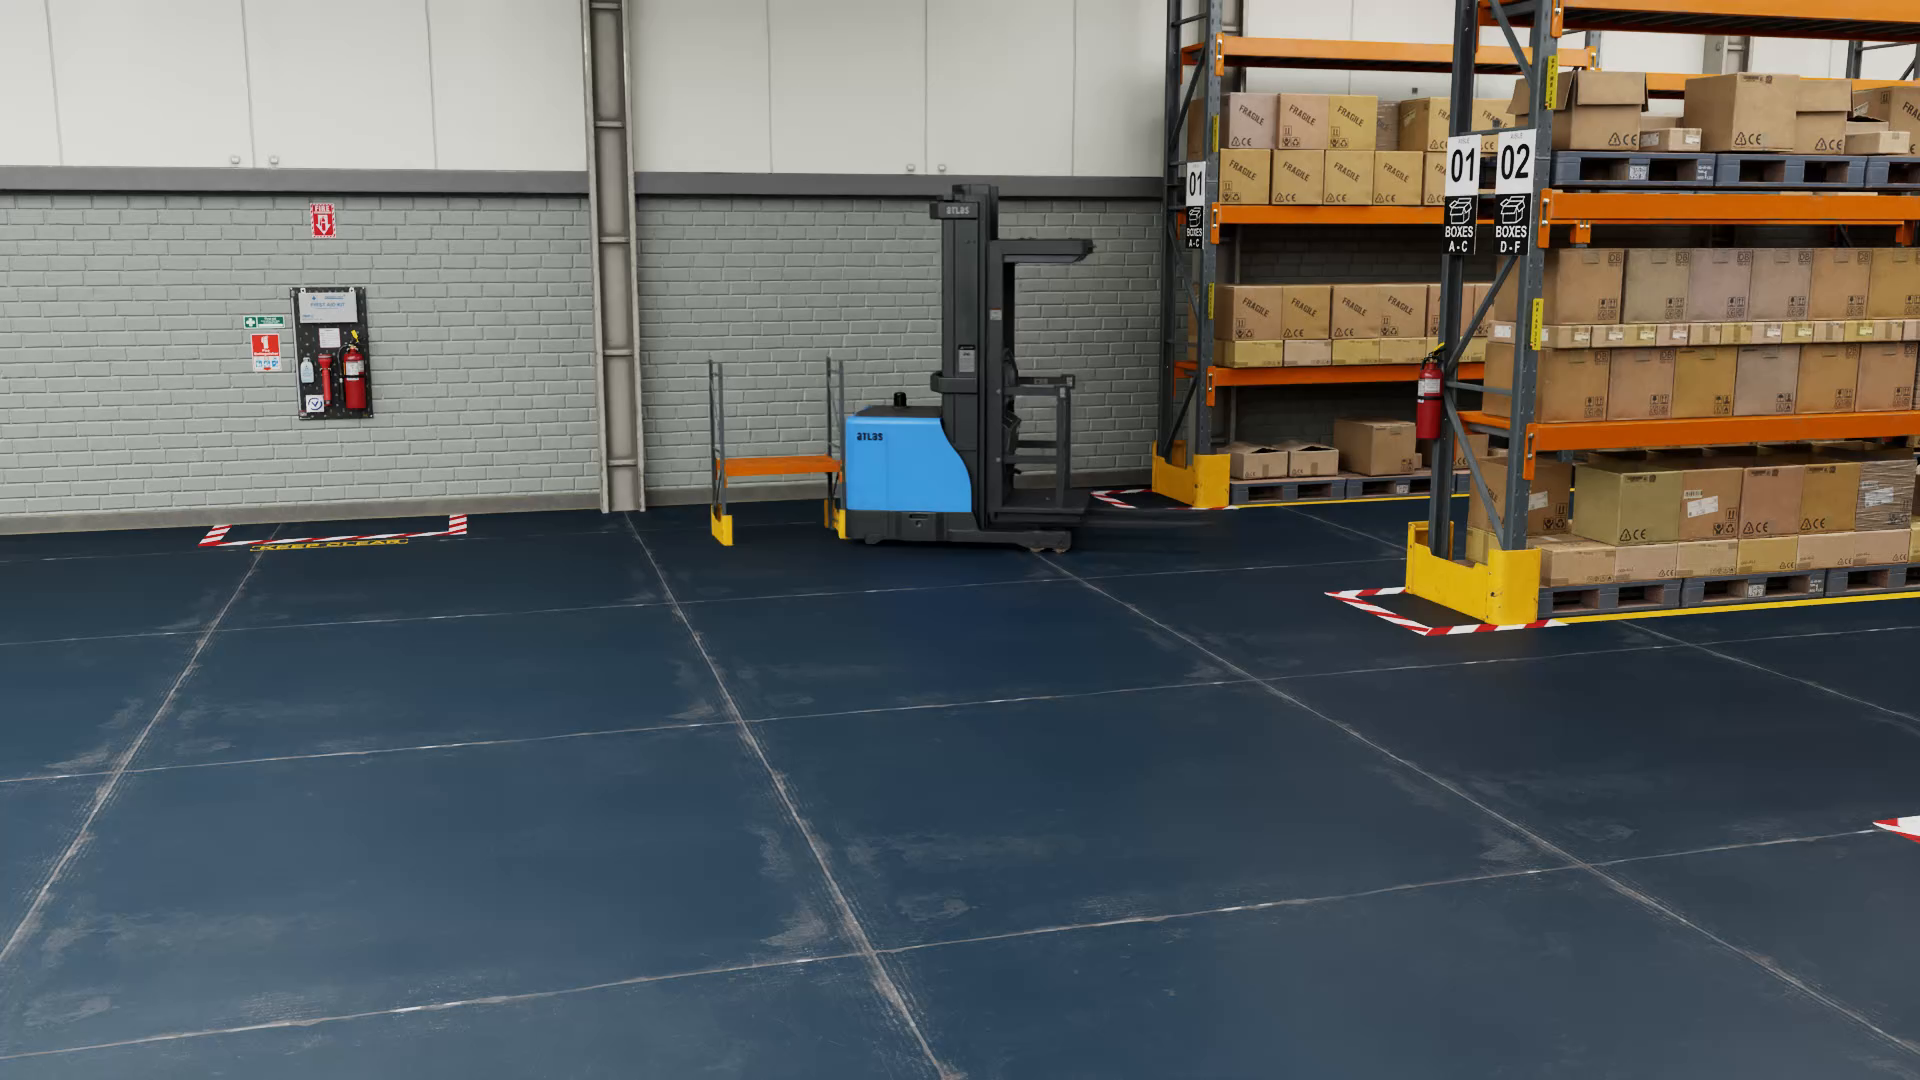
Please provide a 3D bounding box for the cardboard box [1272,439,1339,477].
[{"bbox_3d":[3.405,-0.822,16.436,0.500,0.311,0.500,-2,11,-11],"label":"cardboard box"}]

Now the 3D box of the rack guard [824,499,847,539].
[{"bbox_3d":[-1.066,-0.185,14.362,0.087,0.250,0.587,-3,11,-18],"label":"rack guard"}]

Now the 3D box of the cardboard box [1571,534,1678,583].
[{"bbox_3d":[4.613,0.113,11.583,0.500,0.250,0.500,-3,11,-16],"label":"cardboard box"}]

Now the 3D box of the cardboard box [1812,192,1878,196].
[{"bbox_3d":[9.234,-3.642,17.451,0.500,0.311,0.500,-3,11,-16],"label":"cardboard box"}]

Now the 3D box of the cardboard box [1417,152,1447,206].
[{"bbox_3d":[4.582,-3.490,16.100,0.500,0.500,0.500,-3,11,-18],"label":"cardboard box"}]

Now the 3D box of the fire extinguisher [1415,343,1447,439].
[{"bbox_3d":[3.313,-1.055,11.707,0.183,0.674,0.296,-3,11,-16],"label":"fire extinguisher"}]

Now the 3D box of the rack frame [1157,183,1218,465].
[{"bbox_3d":[2.168,-1.879,15.971,0.127,3.000,1.000,-3,11,-16],"label":"rack frame"}]

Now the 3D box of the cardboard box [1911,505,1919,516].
[{"bbox_3d":[7.714,-0.147,12.992,0.500,0.250,0.500,-3,11,-16],"label":"cardboard box"}]

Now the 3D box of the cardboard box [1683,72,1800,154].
[{"bbox_3d":[5.227,-2.855,11.161,0.500,0.500,0.500,-3,11,-16],"label":"cardboard box"}]

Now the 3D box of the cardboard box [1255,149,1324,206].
[{"bbox_3d":[3.085,-3.408,15.658,0.500,0.500,0.500,-2,11,-12],"label":"cardboard box"}]

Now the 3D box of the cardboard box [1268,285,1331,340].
[{"bbox_3d":[3.188,-2.179,15.888,0.500,0.500,0.500,-3,11,-16],"label":"cardboard box"}]

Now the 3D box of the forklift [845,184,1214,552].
[{"bbox_3d":[0.603,-1.443,13.791,3.031,2.935,1.130,1,11,7],"label":"forklift"}]

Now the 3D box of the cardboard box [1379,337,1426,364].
[{"bbox_3d":[4.197,-1.864,16.244,0.500,0.250,0.500,-3,11,-15],"label":"cardboard box"}]

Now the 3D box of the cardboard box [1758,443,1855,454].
[{"bbox_3d":[6.386,-0.448,12.560,0.500,0.500,0.500,-3,11,-16],"label":"cardboard box"}]

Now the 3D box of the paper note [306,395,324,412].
[{"bbox_3d":[-5.735,-1.213,14.783,0.142,0.148,0.016,-3,11,-16],"label":"paper note"}]

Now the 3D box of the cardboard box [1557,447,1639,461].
[{"bbox_3d":[6.711,-1.109,17.475,0.500,0.500,0.700,-3,11,-14],"label":"cardboard box"}]

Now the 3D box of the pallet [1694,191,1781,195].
[{"bbox_3d":[7.626,-3.530,17.173,1.003,0.211,1.213,-3,11,-16],"label":"pallet"}]

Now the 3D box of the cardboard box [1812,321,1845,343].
[{"bbox_3d":[5.976,-1.474,11.701,0.250,0.149,0.380,-3,11,-14],"label":"cardboard box"}]

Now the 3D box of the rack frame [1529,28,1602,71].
[{"bbox_3d":[6.009,-5.032,16.527,0.127,3.000,1.000,-3,11,-16],"label":"rack frame"}]

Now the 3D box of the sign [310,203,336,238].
[{"bbox_3d":[-5.581,-2.800,14.569,0.199,0.298,0.001,-3,11,-16],"label":"sign"}]

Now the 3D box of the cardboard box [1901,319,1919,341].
[{"bbox_3d":[6.707,-1.512,11.908,0.250,0.149,0.380,-3,11,-18],"label":"cardboard box"}]

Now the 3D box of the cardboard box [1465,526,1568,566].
[{"bbox_3d":[3.989,0.049,11.931,0.500,0.250,0.500,-3,11,-16],"label":"cardboard box"}]

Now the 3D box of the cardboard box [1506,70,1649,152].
[{"bbox_3d":[4.109,-2.848,11.116,0.637,0.503,0.797,-2,11,-12],"label":"cardboard box"}]

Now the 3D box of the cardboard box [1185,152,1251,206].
[{"bbox_3d":[2.498,-3.479,16.042,0.500,0.500,0.500,-2,11,-12],"label":"cardboard box"}]

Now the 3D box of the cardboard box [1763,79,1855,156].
[{"bbox_3d":[5.781,-2.961,11.728,0.637,0.503,0.797,-2,11,-10],"label":"cardboard box"}]

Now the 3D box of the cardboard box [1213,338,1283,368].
[{"bbox_3d":[2.726,-1.785,15.817,0.500,0.250,0.500,-3,11,-18],"label":"cardboard box"}]

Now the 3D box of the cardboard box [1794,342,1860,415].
[{"bbox_3d":[5.985,-1.194,11.971,0.500,0.500,0.700,-3,11,-15],"label":"cardboard box"}]

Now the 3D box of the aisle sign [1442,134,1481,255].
[{"bbox_3d":[3.411,-2.345,11.318,0.004,0.787,0.394,-3,11,-16],"label":"aisle sign"}]

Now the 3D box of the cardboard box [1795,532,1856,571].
[{"bbox_3d":[6.054,0.038,11.991,0.500,0.250,0.500,-3,11,-16],"label":"cardboard box"}]

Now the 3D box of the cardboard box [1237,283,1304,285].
[{"bbox_3d":[3.047,-2.269,16.374,0.500,0.500,0.500,-3,11,-15],"label":"cardboard box"}]

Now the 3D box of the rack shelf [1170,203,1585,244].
[{"bbox_3d":[4.089,-3.102,16.314,4.000,0.370,1.077,-3,11,-16],"label":"rack shelf"}]

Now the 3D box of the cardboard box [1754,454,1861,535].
[{"bbox_3d":[6.050,-0.333,11.935,0.500,0.500,0.500,-3,11,-16],"label":"cardboard box"}]

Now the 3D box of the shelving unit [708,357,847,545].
[{"bbox_3d":[-1.540,-0.772,14.097,1.083,1.500,0.587,-3,11,-18],"label":"shelving unit"}]

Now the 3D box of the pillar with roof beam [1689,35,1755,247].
[{"bbox_3d":[9.563,-4.571,14.021,0.400,9.000,9.100,-3,11,-16],"label":"pillar with roof beam"}]

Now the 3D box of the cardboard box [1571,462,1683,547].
[{"bbox_3d":[4.613,-0.256,11.514,0.500,0.500,0.500,-3,11,-16],"label":"cardboard box"}]

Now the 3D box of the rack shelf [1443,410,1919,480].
[{"bbox_3d":[5.477,-0.766,11.909,4.000,0.370,1.077,-3,11,-16],"label":"rack shelf"}]

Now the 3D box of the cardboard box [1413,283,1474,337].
[{"bbox_3d":[4.677,-2.259,16.321,0.500,0.500,0.500,-3,11,-18],"label":"cardboard box"}]

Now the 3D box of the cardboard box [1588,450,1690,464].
[{"bbox_3d":[4.944,-0.374,12.154,0.500,0.500,0.500,-3,11,-16],"label":"cardboard box"}]

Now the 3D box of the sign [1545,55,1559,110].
[{"bbox_3d":[3.706,-2.866,10.410,0.005,0.325,0.100,-3,11,-16],"label":"sign"}]

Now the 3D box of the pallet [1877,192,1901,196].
[{"bbox_3d":[10.453,-3.708,18.142,1.003,0.211,1.213,-2,11,-13],"label":"pallet"}]

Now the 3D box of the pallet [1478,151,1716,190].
[{"bbox_3d":[4.243,-2.481,11.200,1.213,0.211,1.003,-3,11,-16],"label":"pallet"}]

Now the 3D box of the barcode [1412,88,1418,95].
[{"bbox_3d":[4.554,-4.496,16.650,0.075,0.075,0.001,-3,11,-16],"label":"barcode"}]

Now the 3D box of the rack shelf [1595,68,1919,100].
[{"bbox_3d":[7.929,-4.583,17.178,4.000,0.370,1.077,-3,11,-16],"label":"rack shelf"}]

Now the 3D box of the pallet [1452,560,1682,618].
[{"bbox_3d":[4.279,0.307,11.796,1.213,0.211,1.003,-3,11,-16],"label":"pallet"}]

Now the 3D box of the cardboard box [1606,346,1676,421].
[{"bbox_3d":[4.511,-1.116,11.550,0.500,0.500,0.700,-3,11,-14],"label":"cardboard box"}]

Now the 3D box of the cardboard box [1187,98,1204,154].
[{"bbox_3d":[2.509,-3.973,15.963,0.500,0.500,0.500,-3,11,-13],"label":"cardboard box"}]

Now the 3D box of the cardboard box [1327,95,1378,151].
[{"bbox_3d":[3.591,-3.927,15.716,0.500,0.500,0.500,-3,11,-14],"label":"cardboard box"}]

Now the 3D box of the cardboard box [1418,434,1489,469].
[{"bbox_3d":[5.023,-1.009,16.933,0.500,0.500,0.500,-4,11,-20],"label":"cardboard box"}]

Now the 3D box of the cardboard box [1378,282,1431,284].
[{"bbox_3d":[4.521,-2.349,16.812,0.500,0.500,0.500,-3,11,-14],"label":"cardboard box"}]

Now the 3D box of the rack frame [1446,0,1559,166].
[{"bbox_3d":[3.556,-3.969,10.751,0.127,3.000,1.000,-3,11,-16],"label":"rack frame"}]

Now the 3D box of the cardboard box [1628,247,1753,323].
[{"bbox_3d":[5.046,-1.783,11.587,0.500,0.500,0.700,-3,11,-16],"label":"cardboard box"}]

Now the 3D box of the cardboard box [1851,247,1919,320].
[{"bbox_3d":[6.488,-1.859,11.999,0.500,0.500,0.700,-3,11,-16],"label":"cardboard box"}]

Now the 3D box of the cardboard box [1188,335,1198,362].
[{"bbox_3d":[2.563,-1.873,16.294,0.500,0.250,0.500,-3,11,-15],"label":"cardboard box"}]

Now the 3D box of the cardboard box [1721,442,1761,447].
[{"bbox_3d":[8.176,-1.190,17.914,0.500,0.500,0.700,-3,11,-16],"label":"cardboard box"}]

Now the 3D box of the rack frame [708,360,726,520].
[{"bbox_3d":[-2.032,-0.743,13.940,0.032,1.500,0.500,-3,11,-18],"label":"rack frame"}]

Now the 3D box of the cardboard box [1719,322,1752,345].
[{"bbox_3d":[5.229,-1.435,11.487,0.250,0.149,0.380,-3,11,-17],"label":"cardboard box"}]

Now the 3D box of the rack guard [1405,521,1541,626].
[{"bbox_3d":[3.533,0.212,11.514,0.348,0.500,1.175,-3,11,-16],"label":"rack guard"}]

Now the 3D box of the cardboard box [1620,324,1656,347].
[{"bbox_3d":[4.486,-1.395,11.273,0.250,0.149,0.380,-3,11,-16],"label":"cardboard box"}]
